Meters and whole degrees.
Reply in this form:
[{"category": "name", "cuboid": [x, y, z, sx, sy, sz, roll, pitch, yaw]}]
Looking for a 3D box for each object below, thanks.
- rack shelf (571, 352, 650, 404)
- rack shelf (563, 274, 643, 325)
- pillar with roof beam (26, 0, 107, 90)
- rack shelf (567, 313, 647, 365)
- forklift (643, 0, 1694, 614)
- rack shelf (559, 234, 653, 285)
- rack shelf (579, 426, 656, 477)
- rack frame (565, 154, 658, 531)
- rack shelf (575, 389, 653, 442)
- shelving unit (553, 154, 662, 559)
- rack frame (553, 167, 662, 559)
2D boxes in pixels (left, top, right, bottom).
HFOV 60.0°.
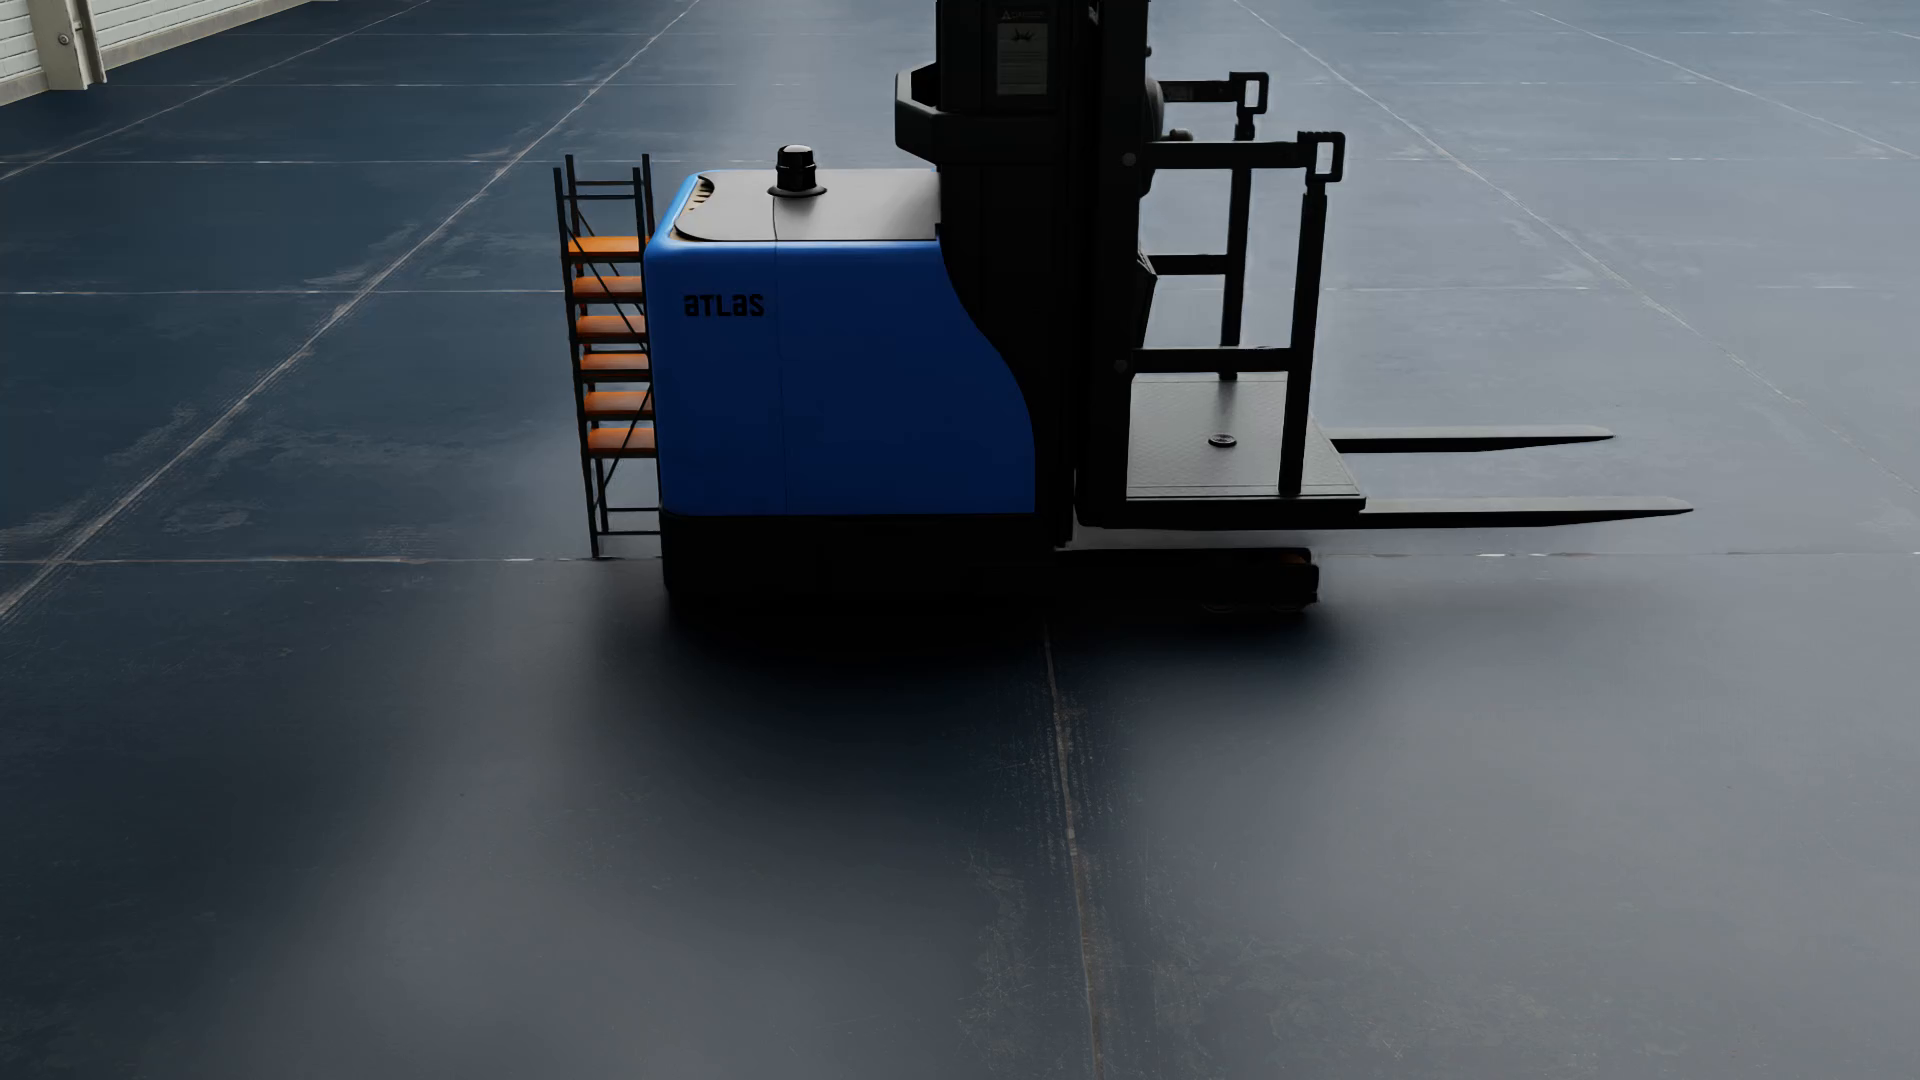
[{"category": "rack shelf", "cuboid": [-1.015, -0.489, 4.982, 0.258, 0.103, 0.180, -1, 24, -1]}, {"category": "rack shelf", "cuboid": [-1.015, -0.707, 4.883, 0.258, 0.103, 0.180, -1, 24, -1]}, {"category": "pillar with roof beam", "cuboid": [-2.741, -7.743, 11.451, 9.100, 9.000, 0.400, 0, 24, -1]}, {"category": "rack shelf", "cuboid": [-1.015, -0.598, 4.933, 0.258, 0.103, 0.180, -1, 24, -1]}, {"category": "forklift", "cuboid": [0.647, -1.343, 4.663, 3.031, 2.935, 1.130, -1, 24, -2]}, {"category": "rack shelf", "cuboid": [-1.015, -0.817, 4.834, 0.258, 0.103, 0.180, -1, 24, -1]}, {"category": "rack shelf", "cuboid": [-1.015, -0.270, 5.081, 0.258, 0.103, 0.180, -1, 24, -1]}, {"category": "rack frame", "cuboid": [-1.018, -0.567, 5.047, 0.240, 1.200, 0.006, -1, 24, -1]}, {"category": "rack shelf", "cuboid": [-1.015, -0.379, 5.032, 0.258, 0.103, 0.180, -1, 24, -1]}, {"category": "shelving unit", "cuboid": [-1.015, -0.529, 4.964, 0.258, 1.200, 0.189, -1, 24, -1]}, {"category": "rack frame", "cuboid": [-1.012, -0.492, 4.881, 0.240, 1.200, 0.006, -1, 24, -1]}]
